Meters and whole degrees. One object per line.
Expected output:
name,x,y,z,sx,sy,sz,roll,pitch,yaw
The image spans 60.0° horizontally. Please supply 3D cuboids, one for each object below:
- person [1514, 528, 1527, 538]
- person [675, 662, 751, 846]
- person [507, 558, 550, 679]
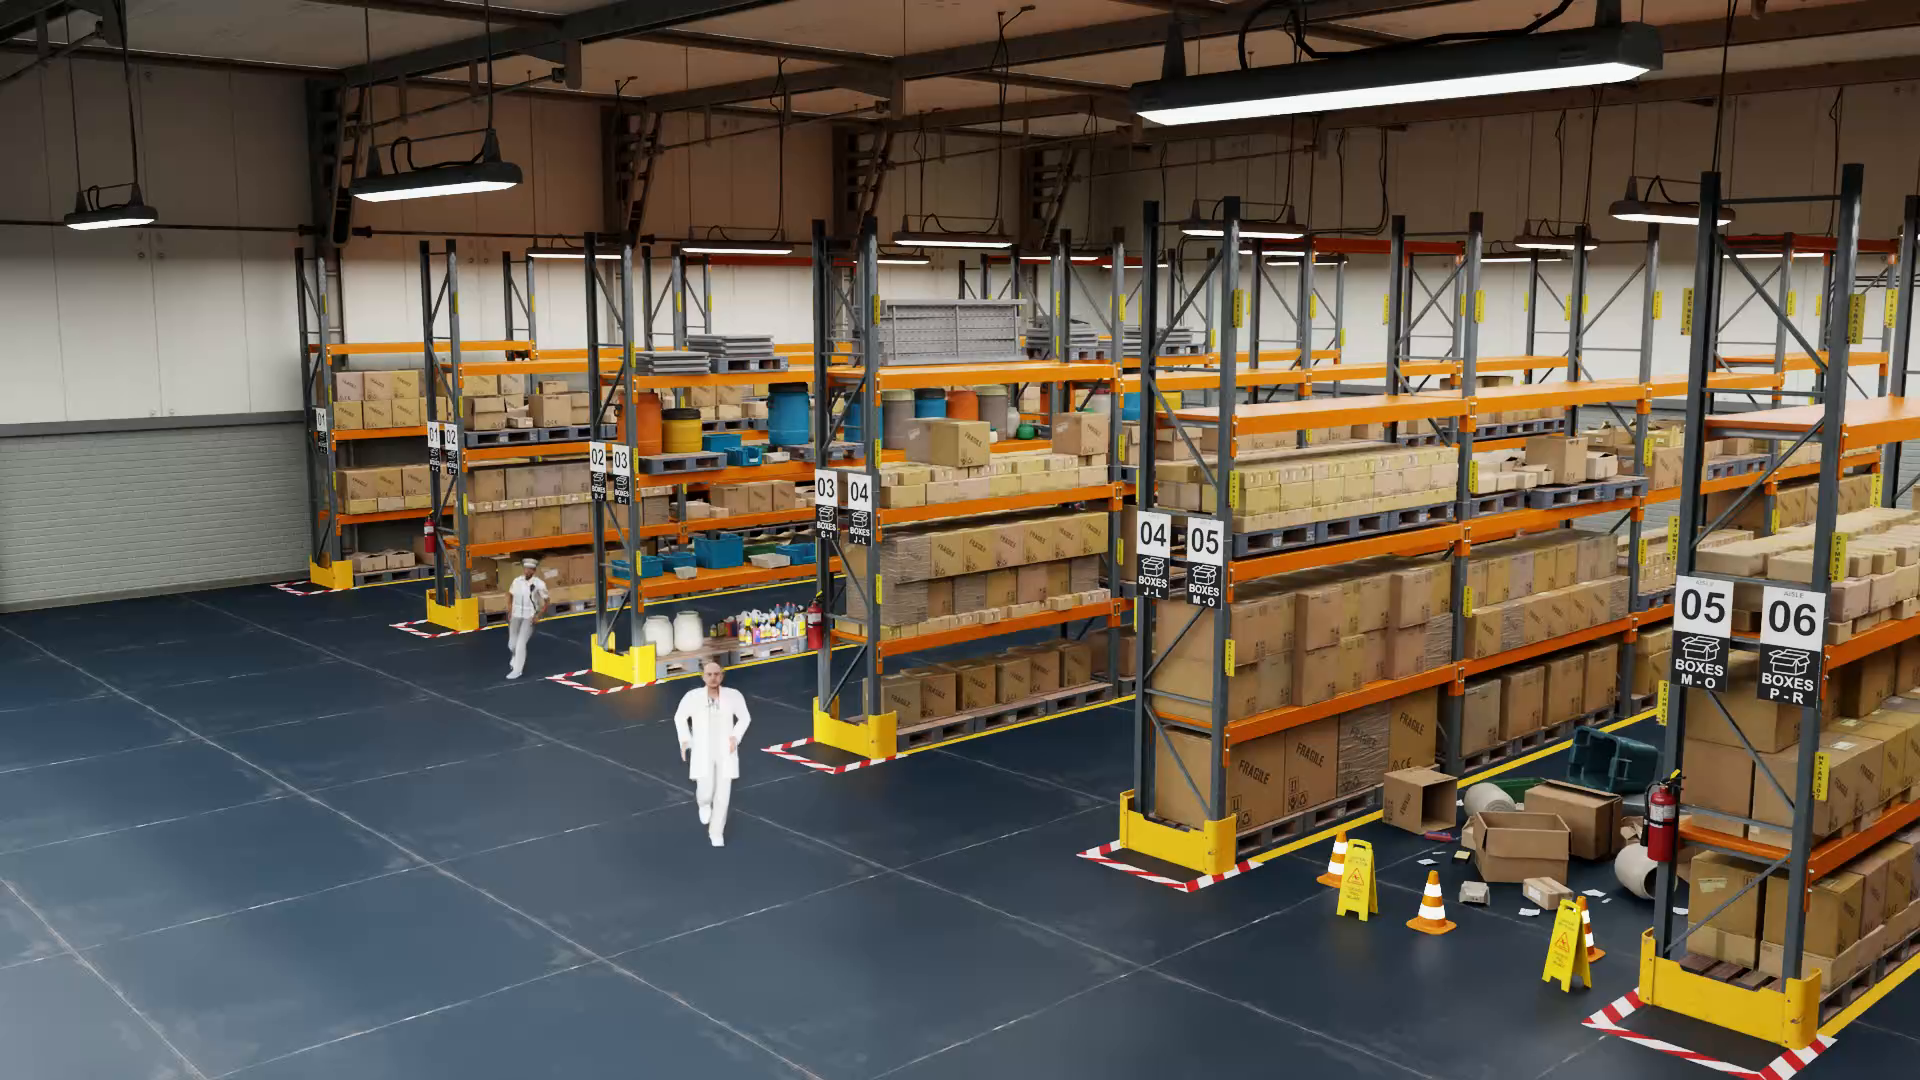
person,8.783,0.626,26.132,0.536,1.477,0.556,-7,11,-41
person,-2.340,2.015,15.801,0.712,1.735,0.636,-2,9,-11
person,-5.903,1.040,22.704,0.653,1.638,0.574,0,8,3
